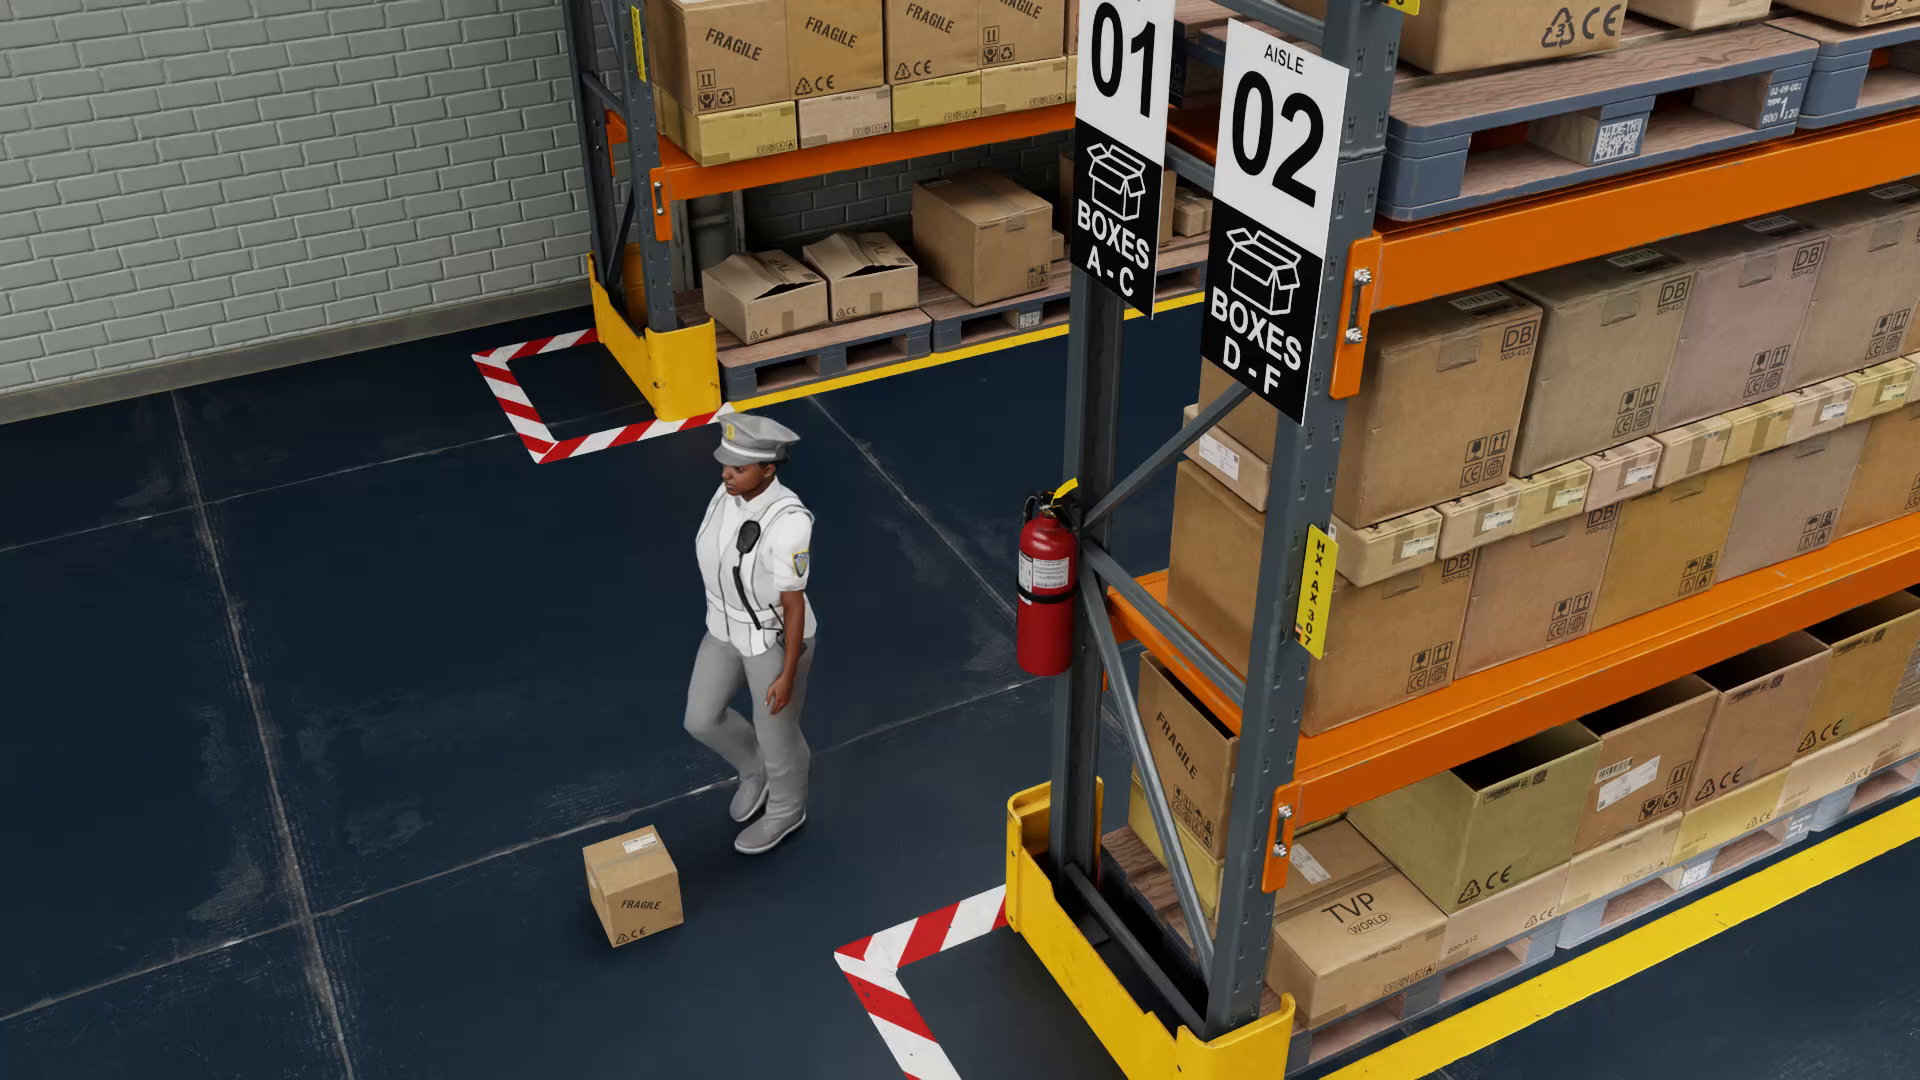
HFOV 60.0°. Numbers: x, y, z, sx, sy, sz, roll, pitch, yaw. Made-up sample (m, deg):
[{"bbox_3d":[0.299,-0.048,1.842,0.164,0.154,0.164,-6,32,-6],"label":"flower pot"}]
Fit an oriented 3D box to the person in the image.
[{"bbox_3d":[-0.689,0.353,5.578,0.465,1.718,0.411,28,42,36],"label":"person"}]
